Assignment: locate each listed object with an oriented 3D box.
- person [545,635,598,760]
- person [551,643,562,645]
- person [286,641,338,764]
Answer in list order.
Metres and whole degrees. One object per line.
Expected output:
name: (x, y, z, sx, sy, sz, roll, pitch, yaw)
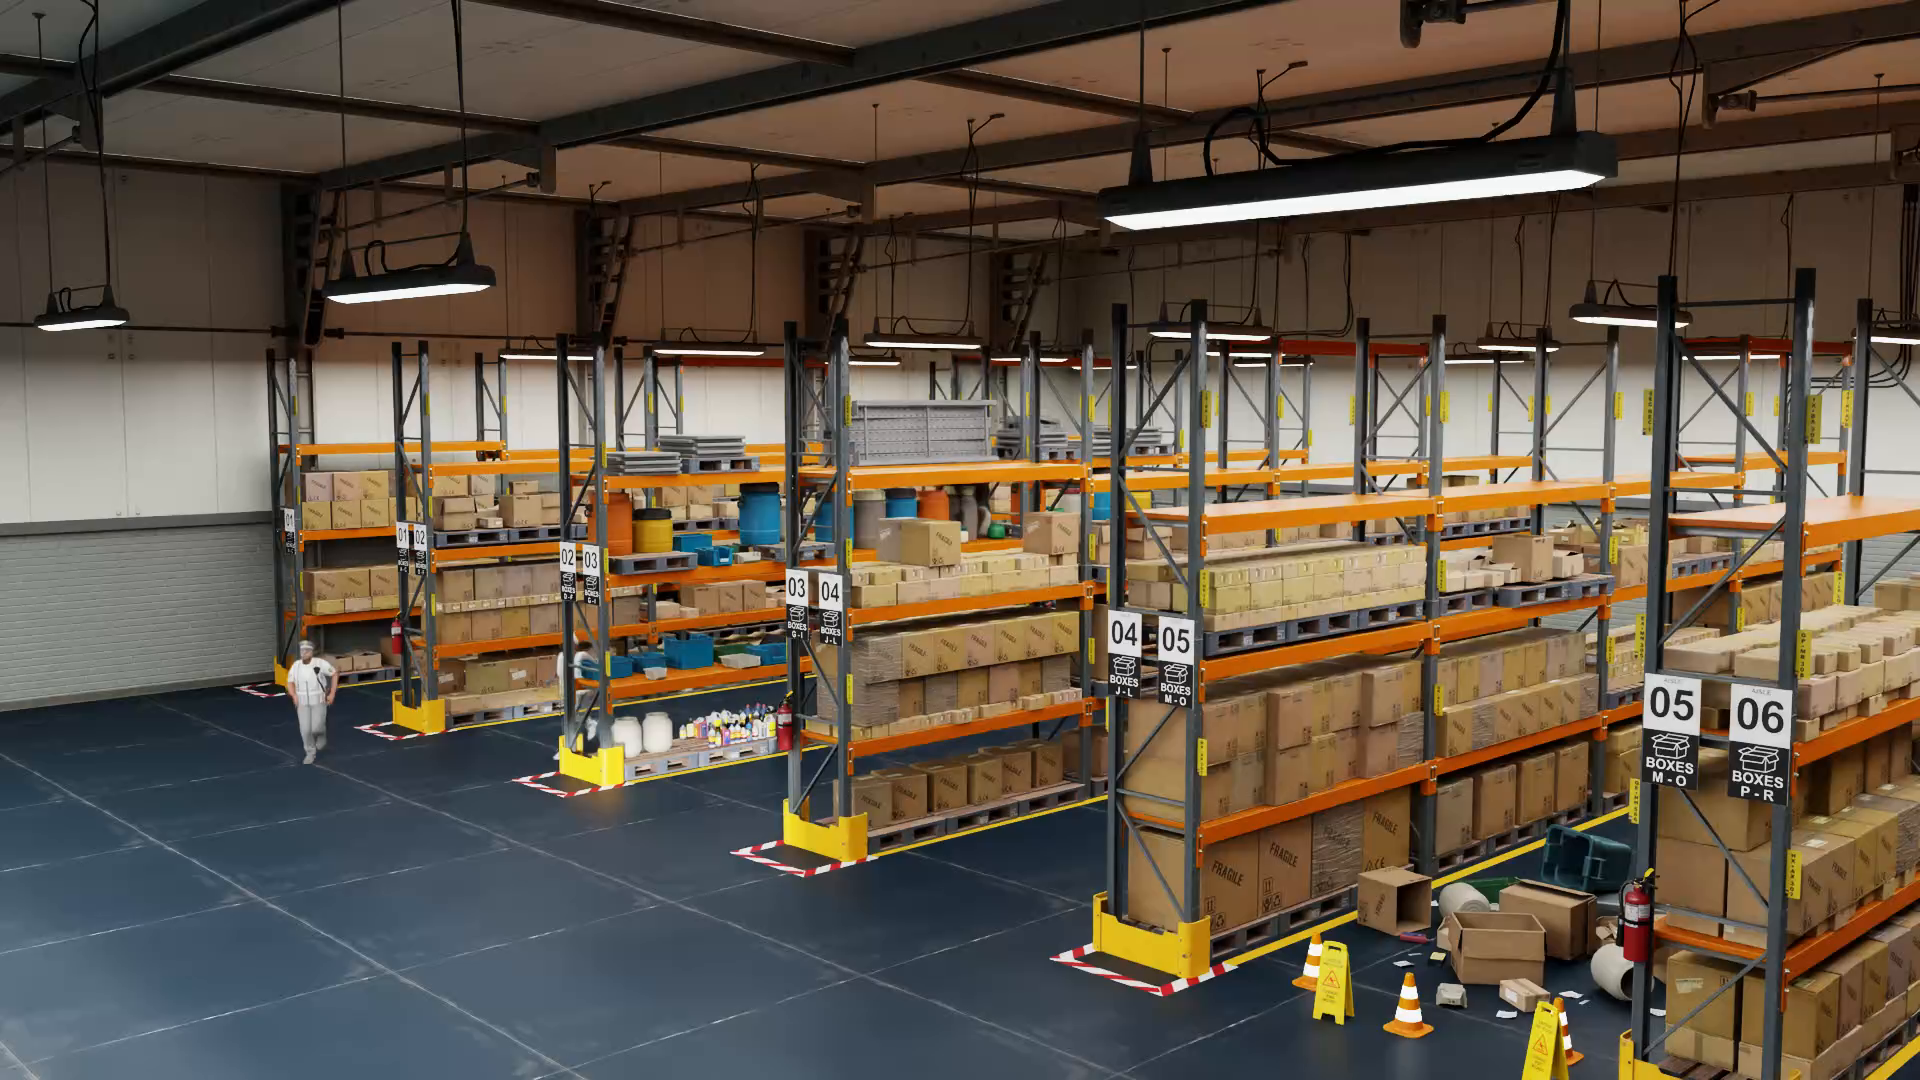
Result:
person: (-5.552, 2.222, 24.036, 0.693, 1.770, 0.957, 3, 6, 29)
person: (-6.997, 1.760, 29.282, 0.692, 1.747, 0.651, -5, 7, -44)
person: (-9.148, 2.278, 23.469, 0.676, 1.753, 0.649, -1, 5, -8)
